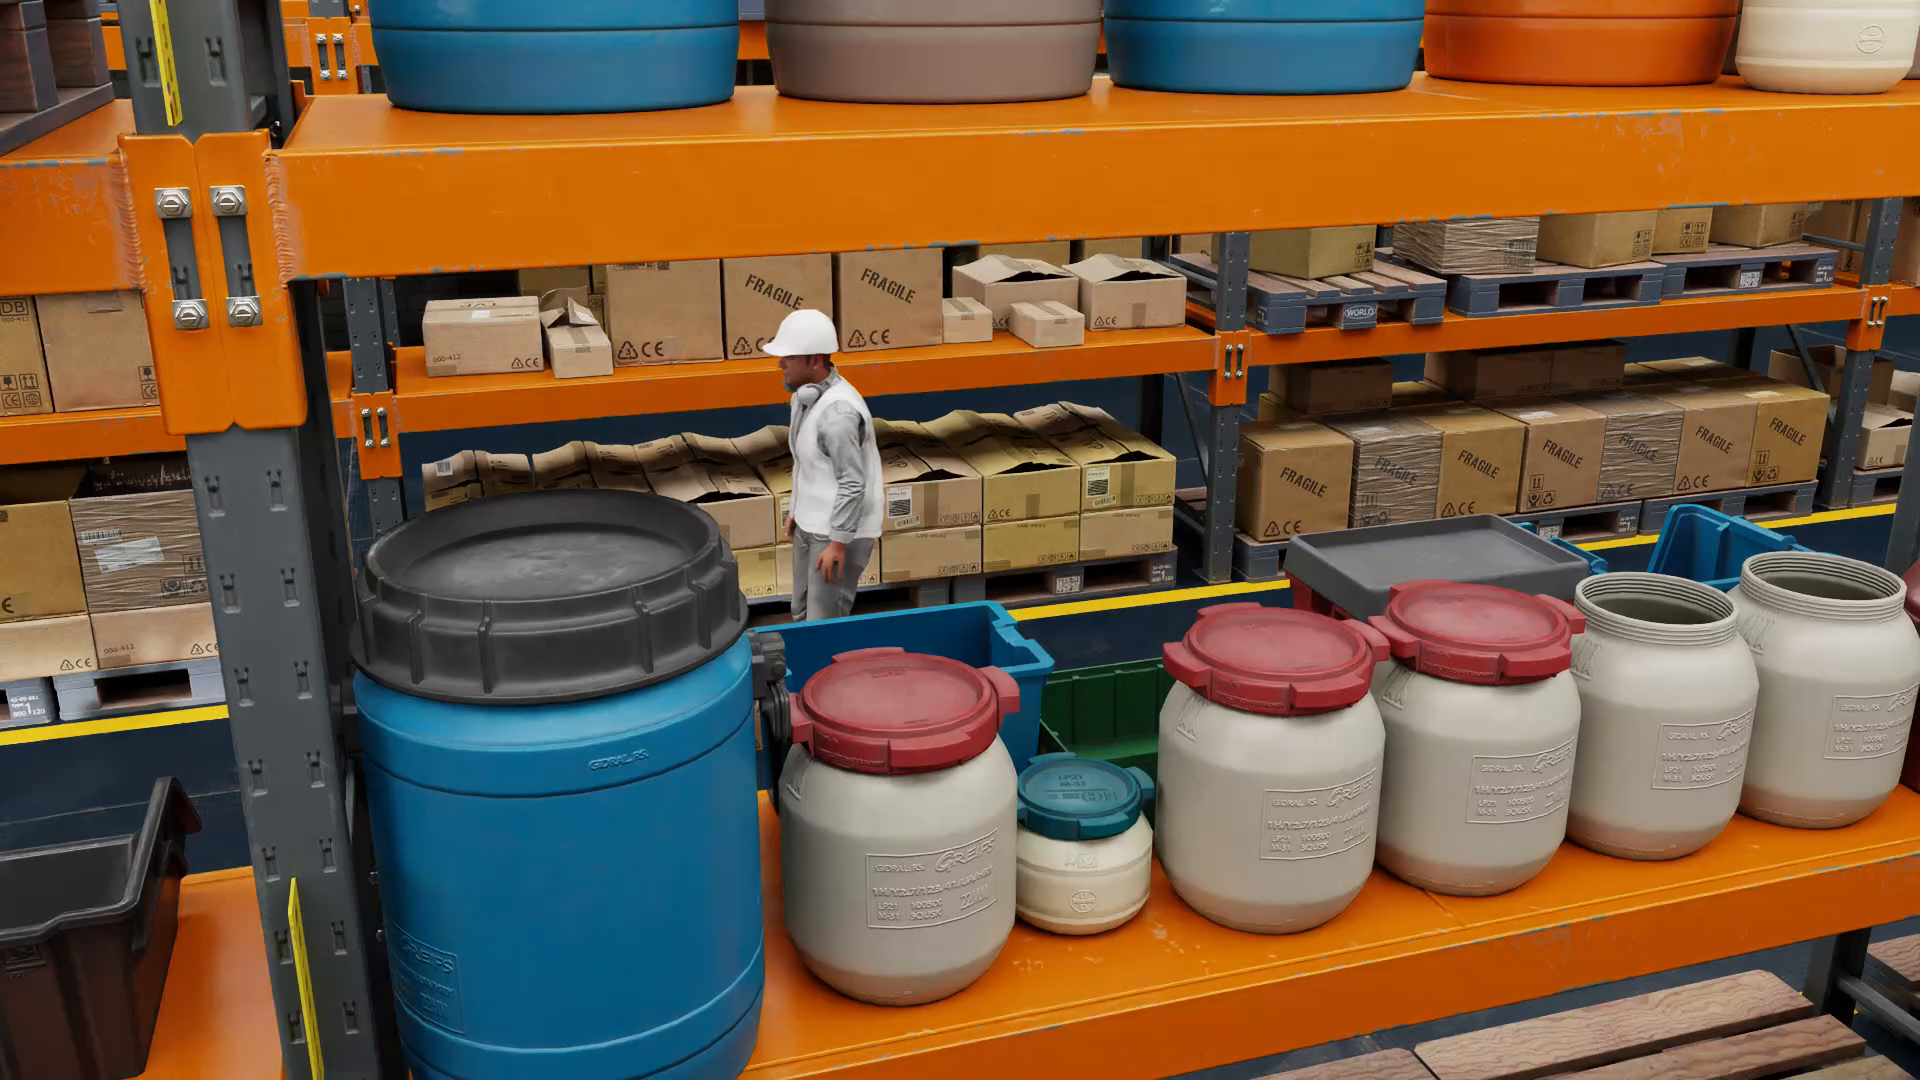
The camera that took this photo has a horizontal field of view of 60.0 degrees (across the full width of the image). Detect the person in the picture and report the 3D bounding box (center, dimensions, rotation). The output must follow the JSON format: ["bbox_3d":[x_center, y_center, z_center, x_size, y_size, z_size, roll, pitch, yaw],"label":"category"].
[{"bbox_3d":[-0.543,-0.053,6.677,0.458,1.773,0.592,-7,20,-20],"label":"person"}]
